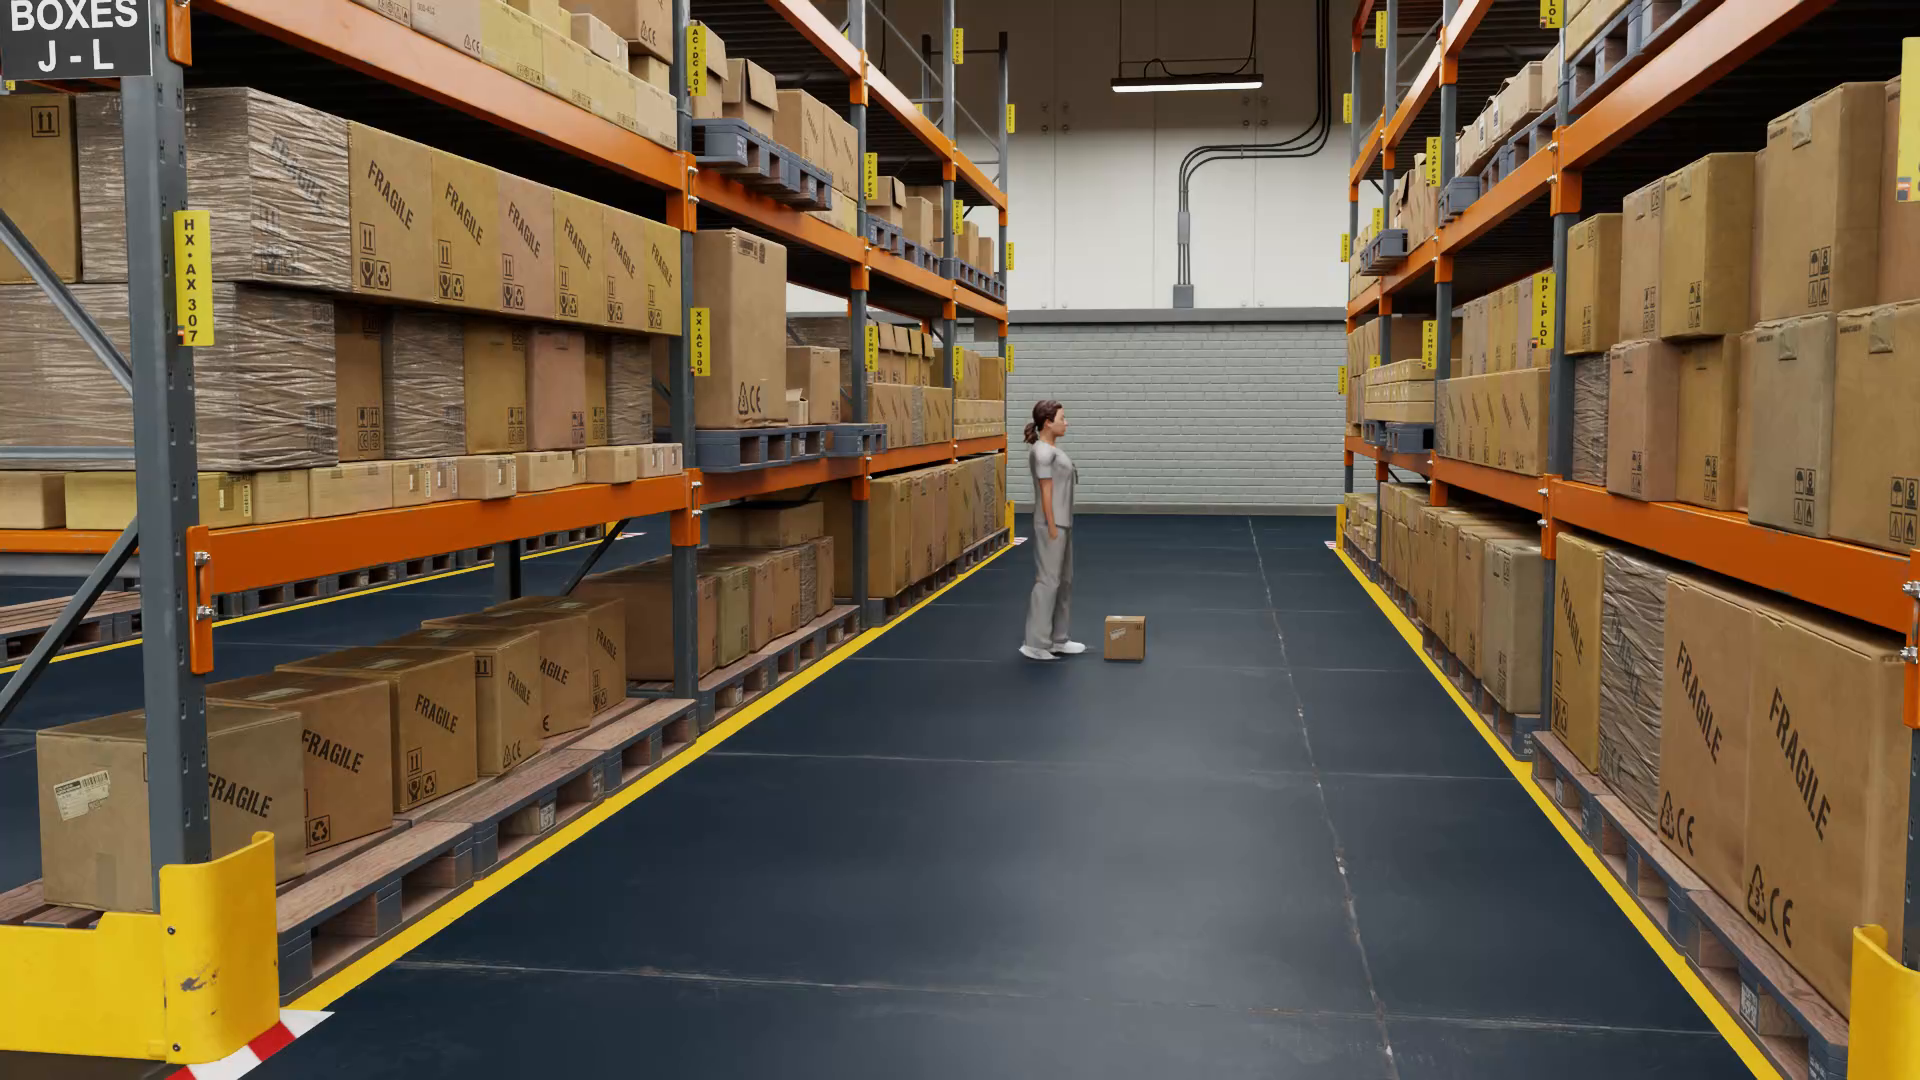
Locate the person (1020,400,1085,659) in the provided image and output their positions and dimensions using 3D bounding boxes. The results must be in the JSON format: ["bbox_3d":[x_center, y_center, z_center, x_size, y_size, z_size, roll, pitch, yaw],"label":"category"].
[{"bbox_3d":[0.611,-0.050,10.870,0.410,1.722,0.450,1,5,10],"label":"person"}]
